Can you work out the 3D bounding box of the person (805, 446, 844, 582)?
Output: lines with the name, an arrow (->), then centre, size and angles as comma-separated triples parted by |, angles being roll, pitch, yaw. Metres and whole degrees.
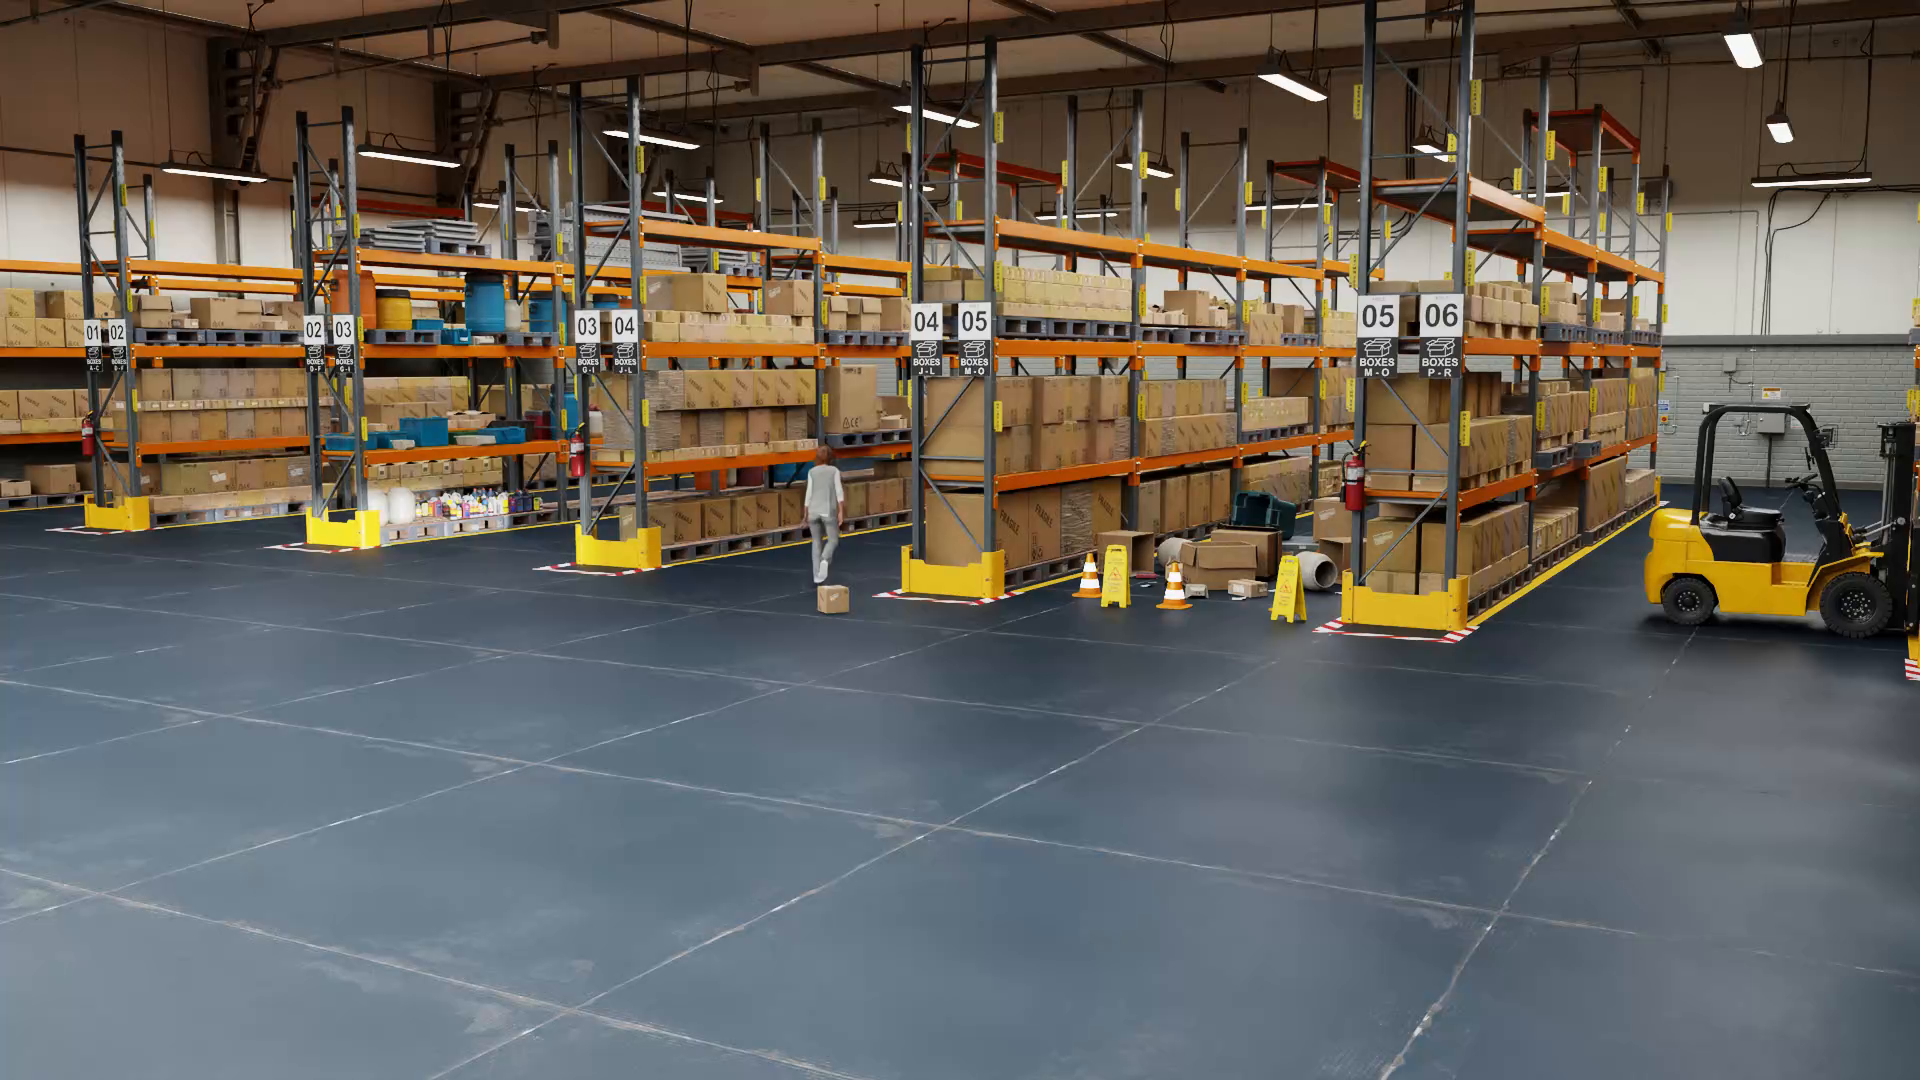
person -> -1.569, -0.287, 19.070 | 0.484, 1.574, 0.509 | 1, 6, 5
